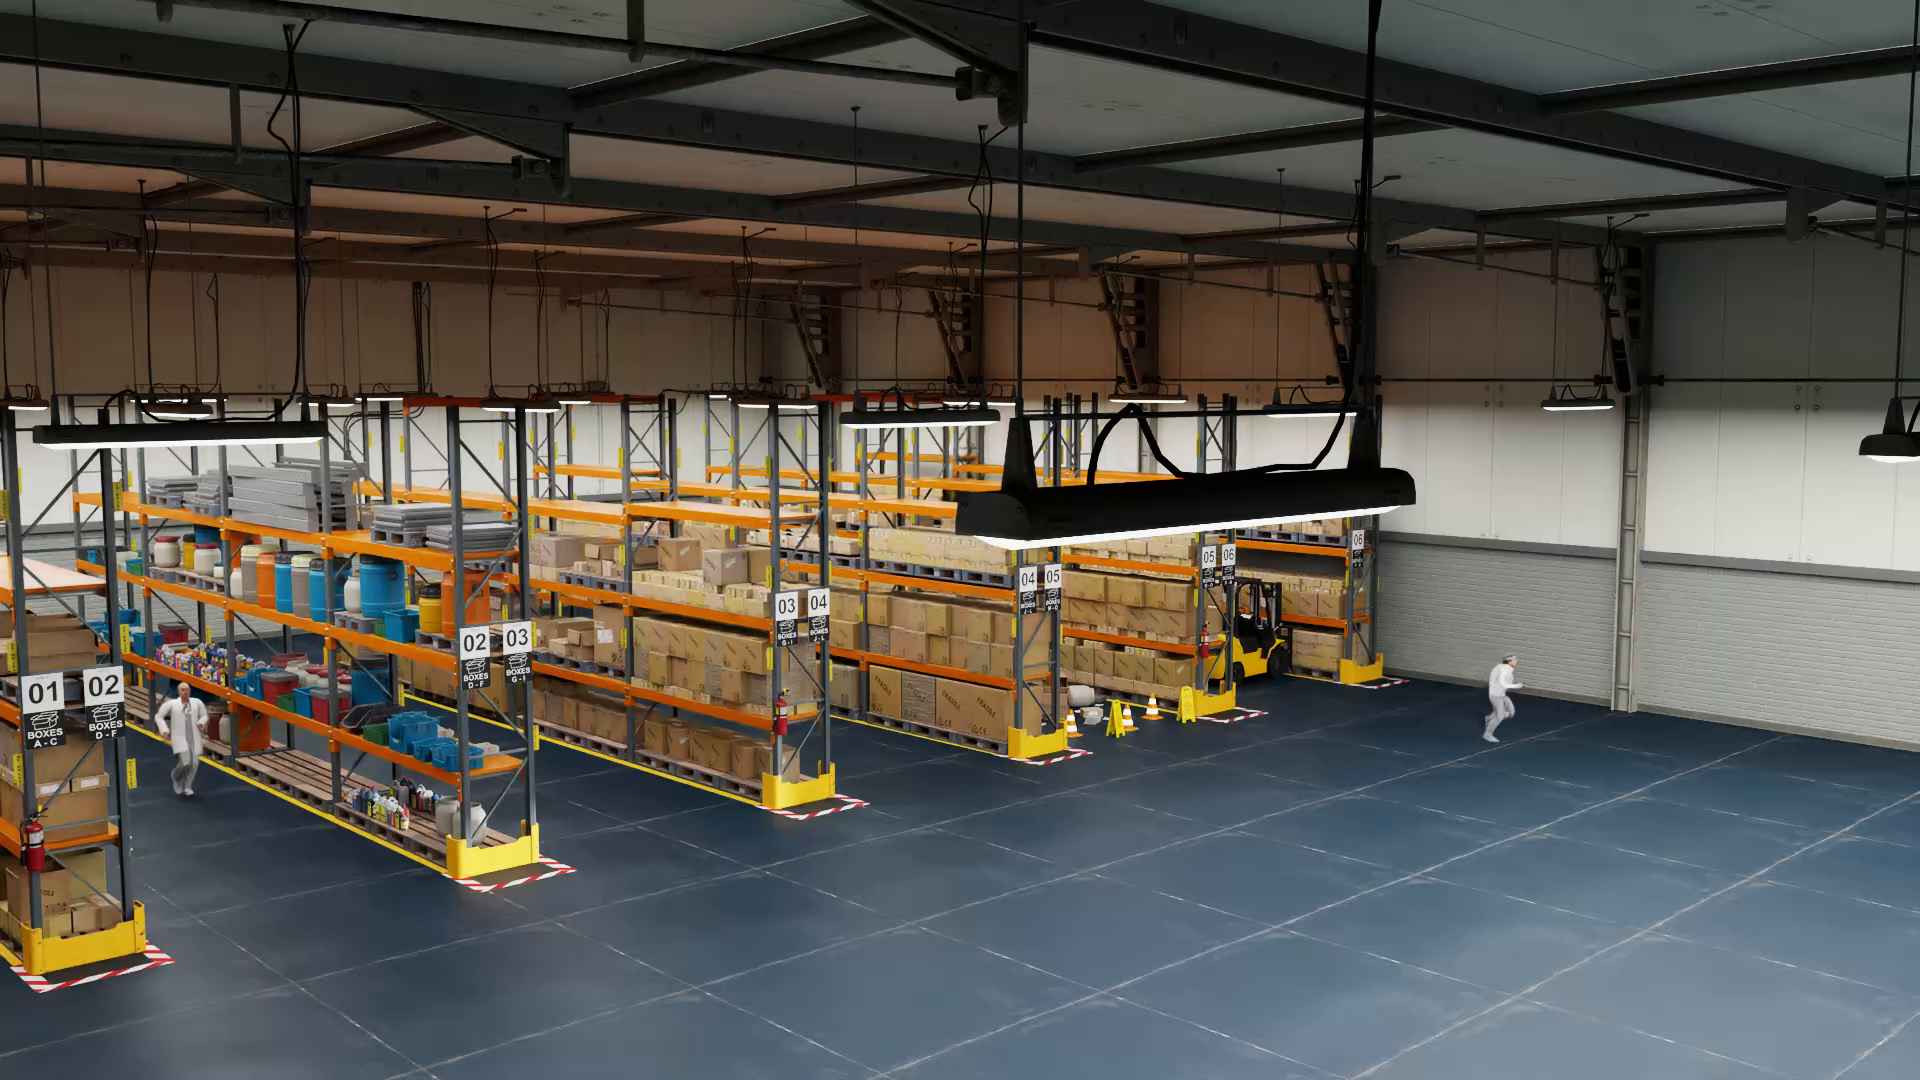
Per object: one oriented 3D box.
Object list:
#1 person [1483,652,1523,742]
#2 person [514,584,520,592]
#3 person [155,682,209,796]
[{"bbox_3d":[9.483,2.734,29.024,0.660,1.628,0.597,3,6,27],"label":"person"},{"bbox_3d":[-10.691,1.631,39.899,0.721,1.672,0.937,3,6,29],"label":"person"},{"bbox_3d":[-11.695,3.025,25.152,0.653,1.734,0.704,5,8,44],"label":"person"}]
